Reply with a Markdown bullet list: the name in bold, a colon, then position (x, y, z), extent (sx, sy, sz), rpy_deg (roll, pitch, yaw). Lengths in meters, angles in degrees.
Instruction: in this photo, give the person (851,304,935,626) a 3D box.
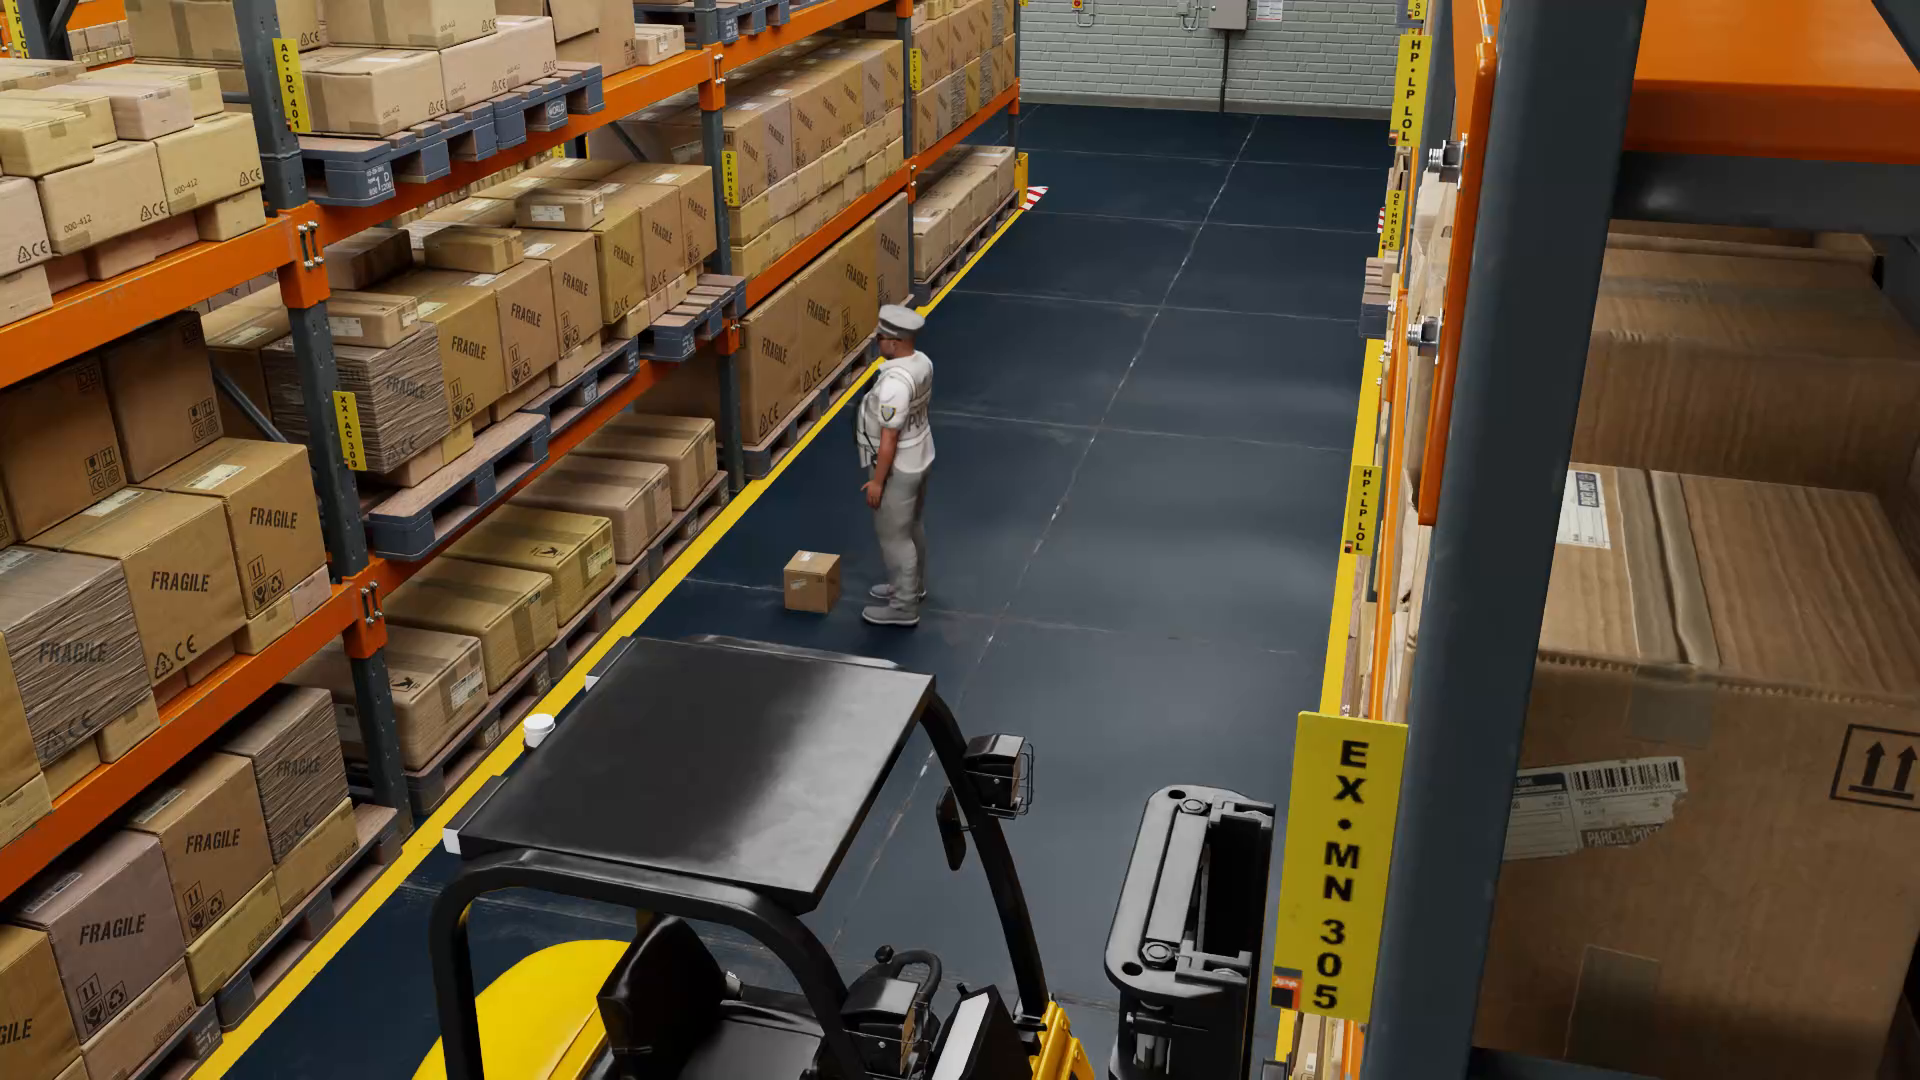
- **person**: position (-0.358, -0.398, 8.933), extent (0.418, 1.781, 0.536), rpy_deg (7, 26, 14)
